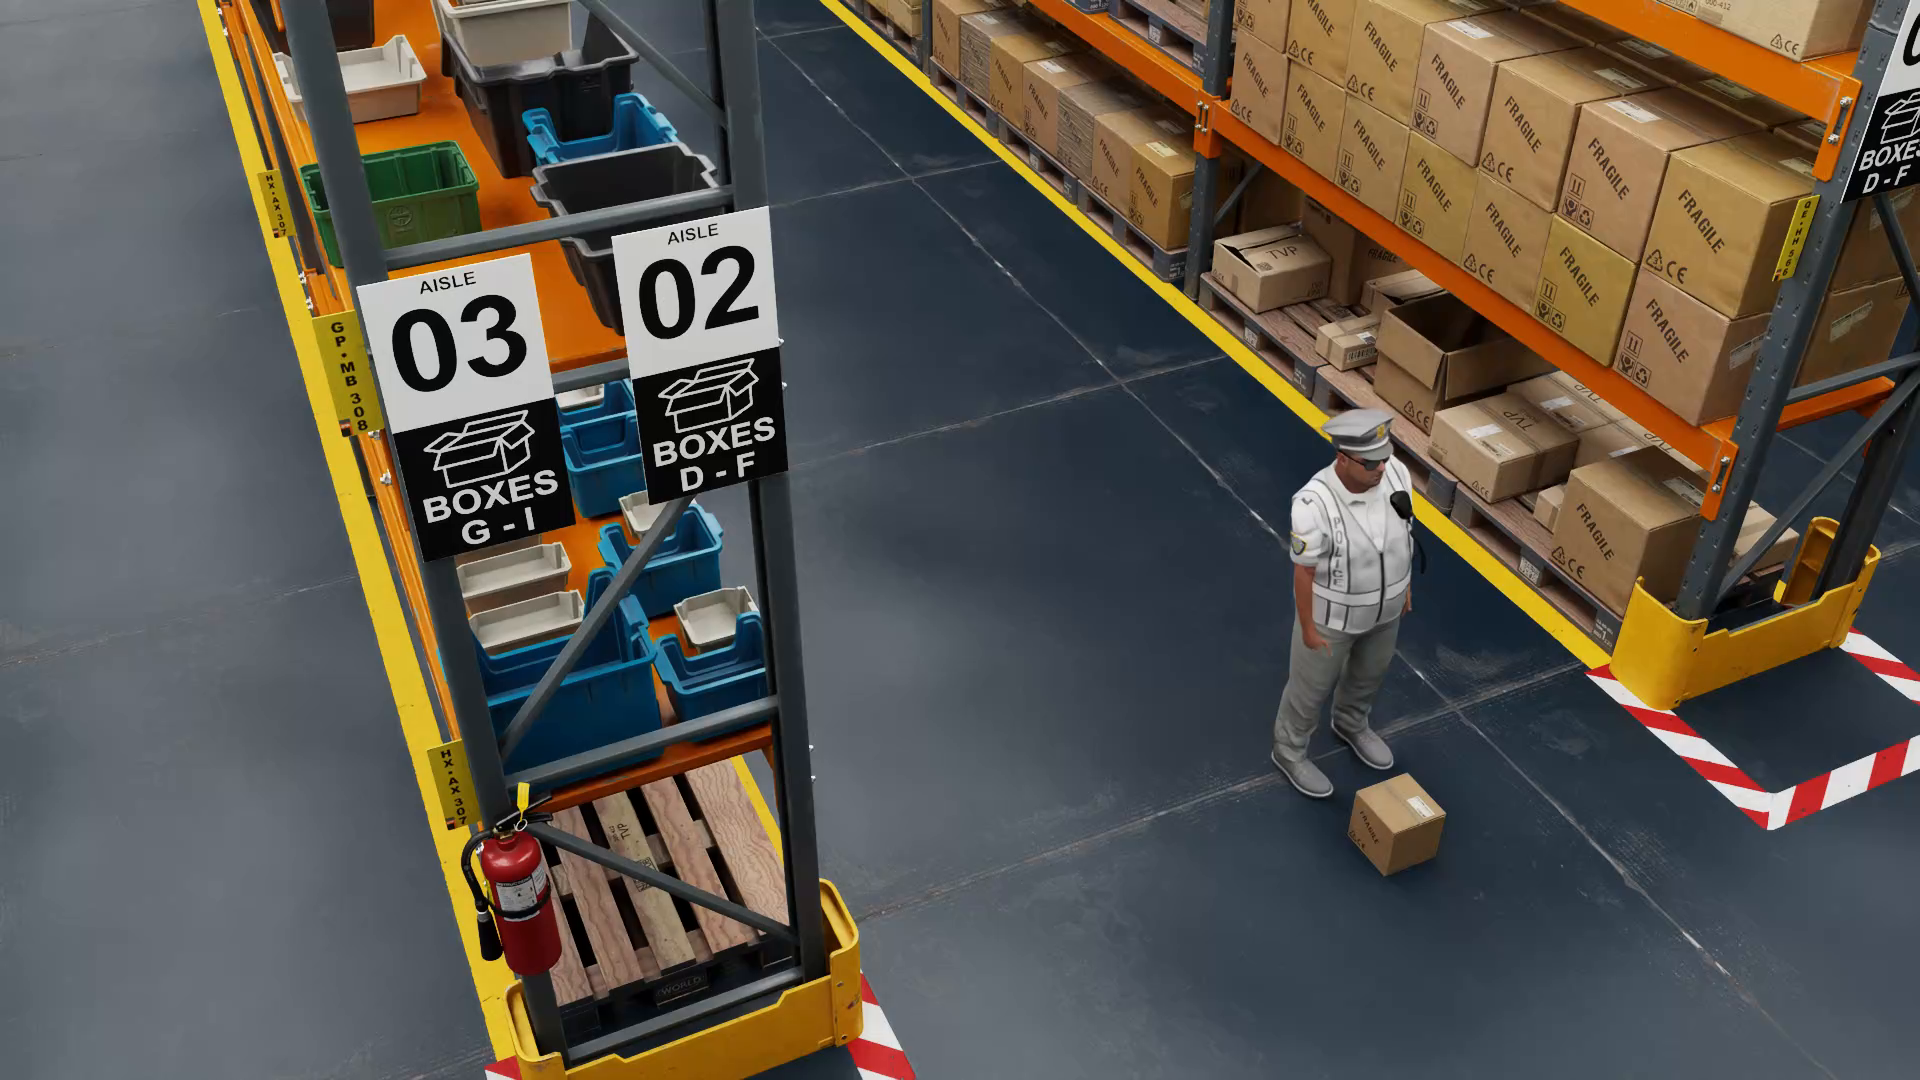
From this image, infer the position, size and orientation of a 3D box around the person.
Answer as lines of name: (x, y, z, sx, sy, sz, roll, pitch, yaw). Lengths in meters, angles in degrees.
person: (1.530, 0.246, 6.506, 0.596, 1.776, 0.396, -15, 39, -19)
